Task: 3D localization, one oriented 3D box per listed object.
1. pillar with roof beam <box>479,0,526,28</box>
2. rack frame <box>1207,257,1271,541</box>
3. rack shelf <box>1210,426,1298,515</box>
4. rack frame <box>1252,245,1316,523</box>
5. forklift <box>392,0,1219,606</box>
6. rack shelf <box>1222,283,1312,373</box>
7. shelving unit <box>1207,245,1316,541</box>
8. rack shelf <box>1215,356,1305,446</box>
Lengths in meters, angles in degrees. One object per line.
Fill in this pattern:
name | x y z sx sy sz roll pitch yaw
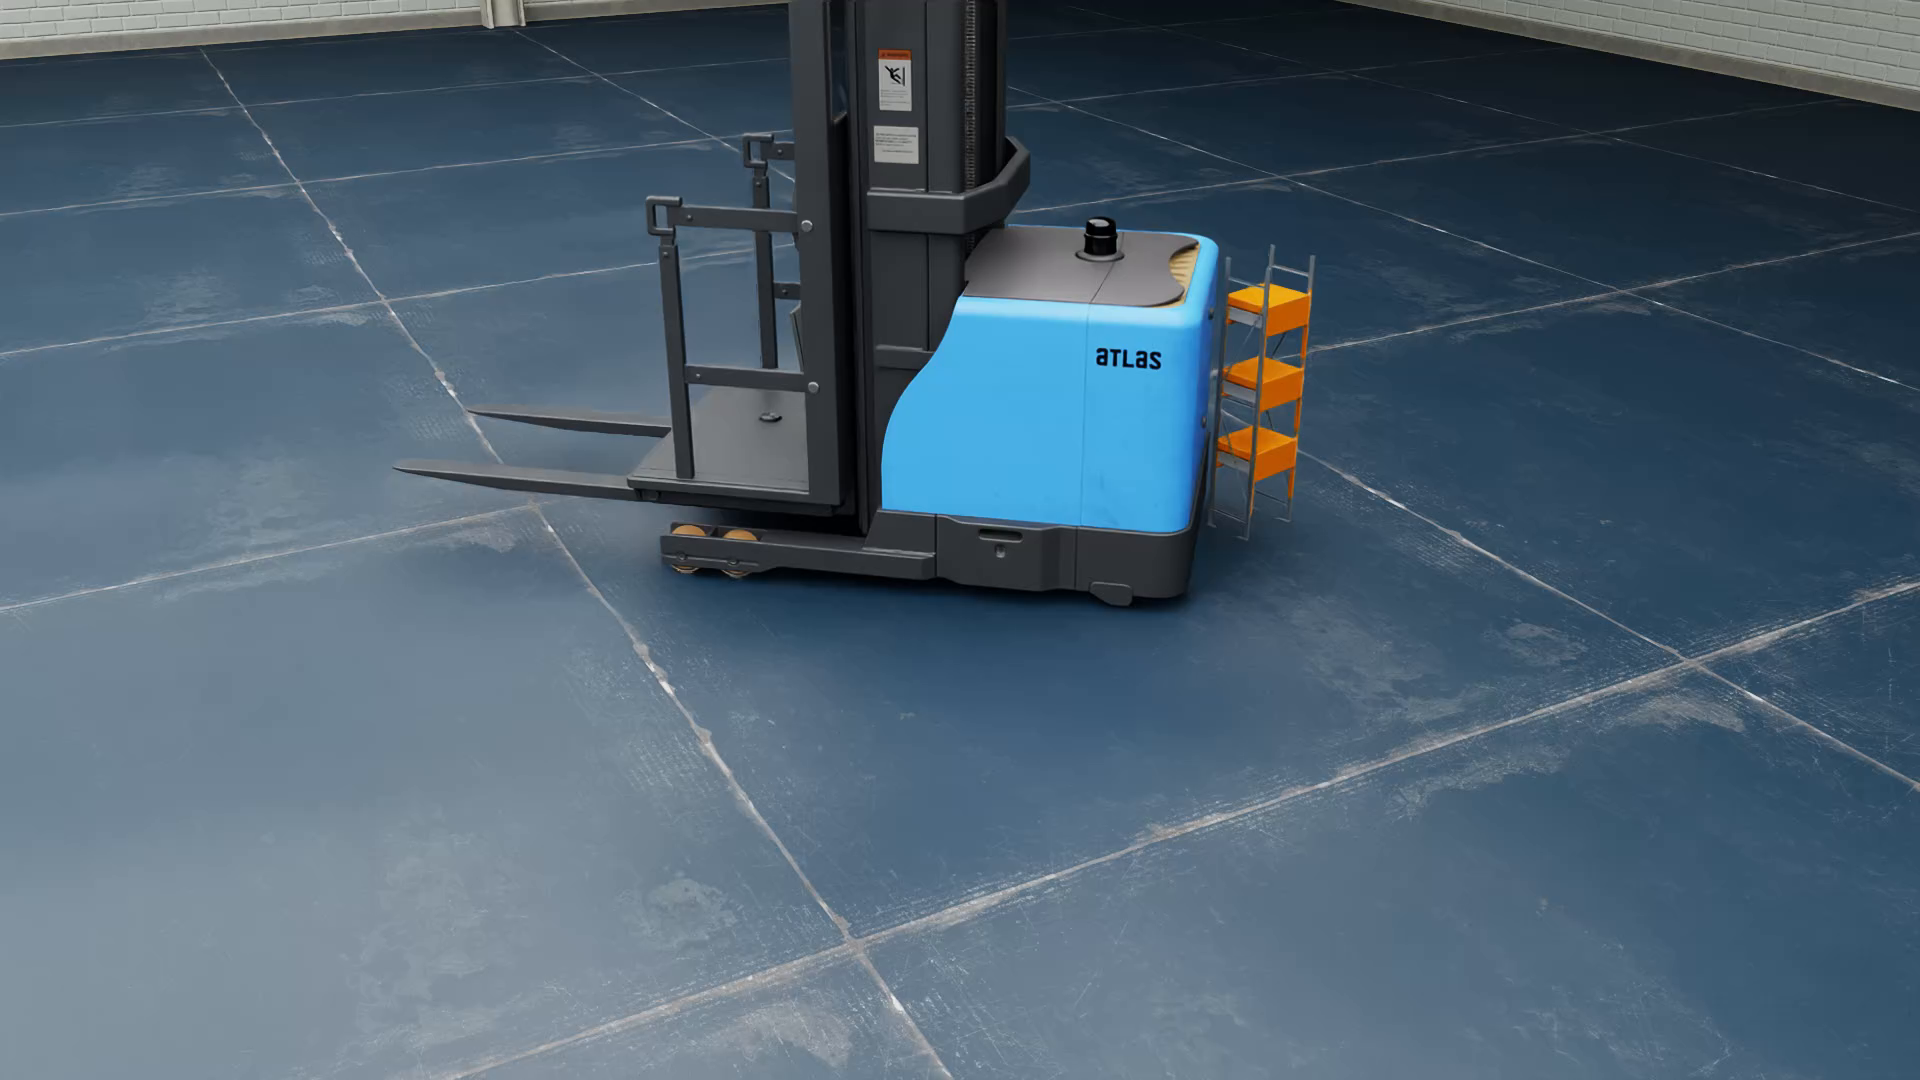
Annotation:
pillar with roof beam | -2.802 -7.865 12.235 0.400 9.000 9.100 -13 29 -25
rack frame | 1.016 -0.502 6.082 0.008 1.050 0.200 -20 32 -36
rack shelf | 1.108 -0.276 6.278 0.240 0.259 0.215 -20 32 -36
rack frame | 1.201 -0.570 6.225 0.008 1.050 0.200 -20 32 -36
forklift | -0.609 -1.405 5.790 3.031 2.935 1.130 5 26 11
rack shelf | 1.108 -0.782 6.035 0.240 0.259 0.215 -20 32 -36
shelving unit | 1.108 -0.536 6.153 0.252 1.050 0.215 -20 32 -36
rack shelf | 1.108 -0.526 6.158 0.240 0.259 0.215 -20 32 -36
